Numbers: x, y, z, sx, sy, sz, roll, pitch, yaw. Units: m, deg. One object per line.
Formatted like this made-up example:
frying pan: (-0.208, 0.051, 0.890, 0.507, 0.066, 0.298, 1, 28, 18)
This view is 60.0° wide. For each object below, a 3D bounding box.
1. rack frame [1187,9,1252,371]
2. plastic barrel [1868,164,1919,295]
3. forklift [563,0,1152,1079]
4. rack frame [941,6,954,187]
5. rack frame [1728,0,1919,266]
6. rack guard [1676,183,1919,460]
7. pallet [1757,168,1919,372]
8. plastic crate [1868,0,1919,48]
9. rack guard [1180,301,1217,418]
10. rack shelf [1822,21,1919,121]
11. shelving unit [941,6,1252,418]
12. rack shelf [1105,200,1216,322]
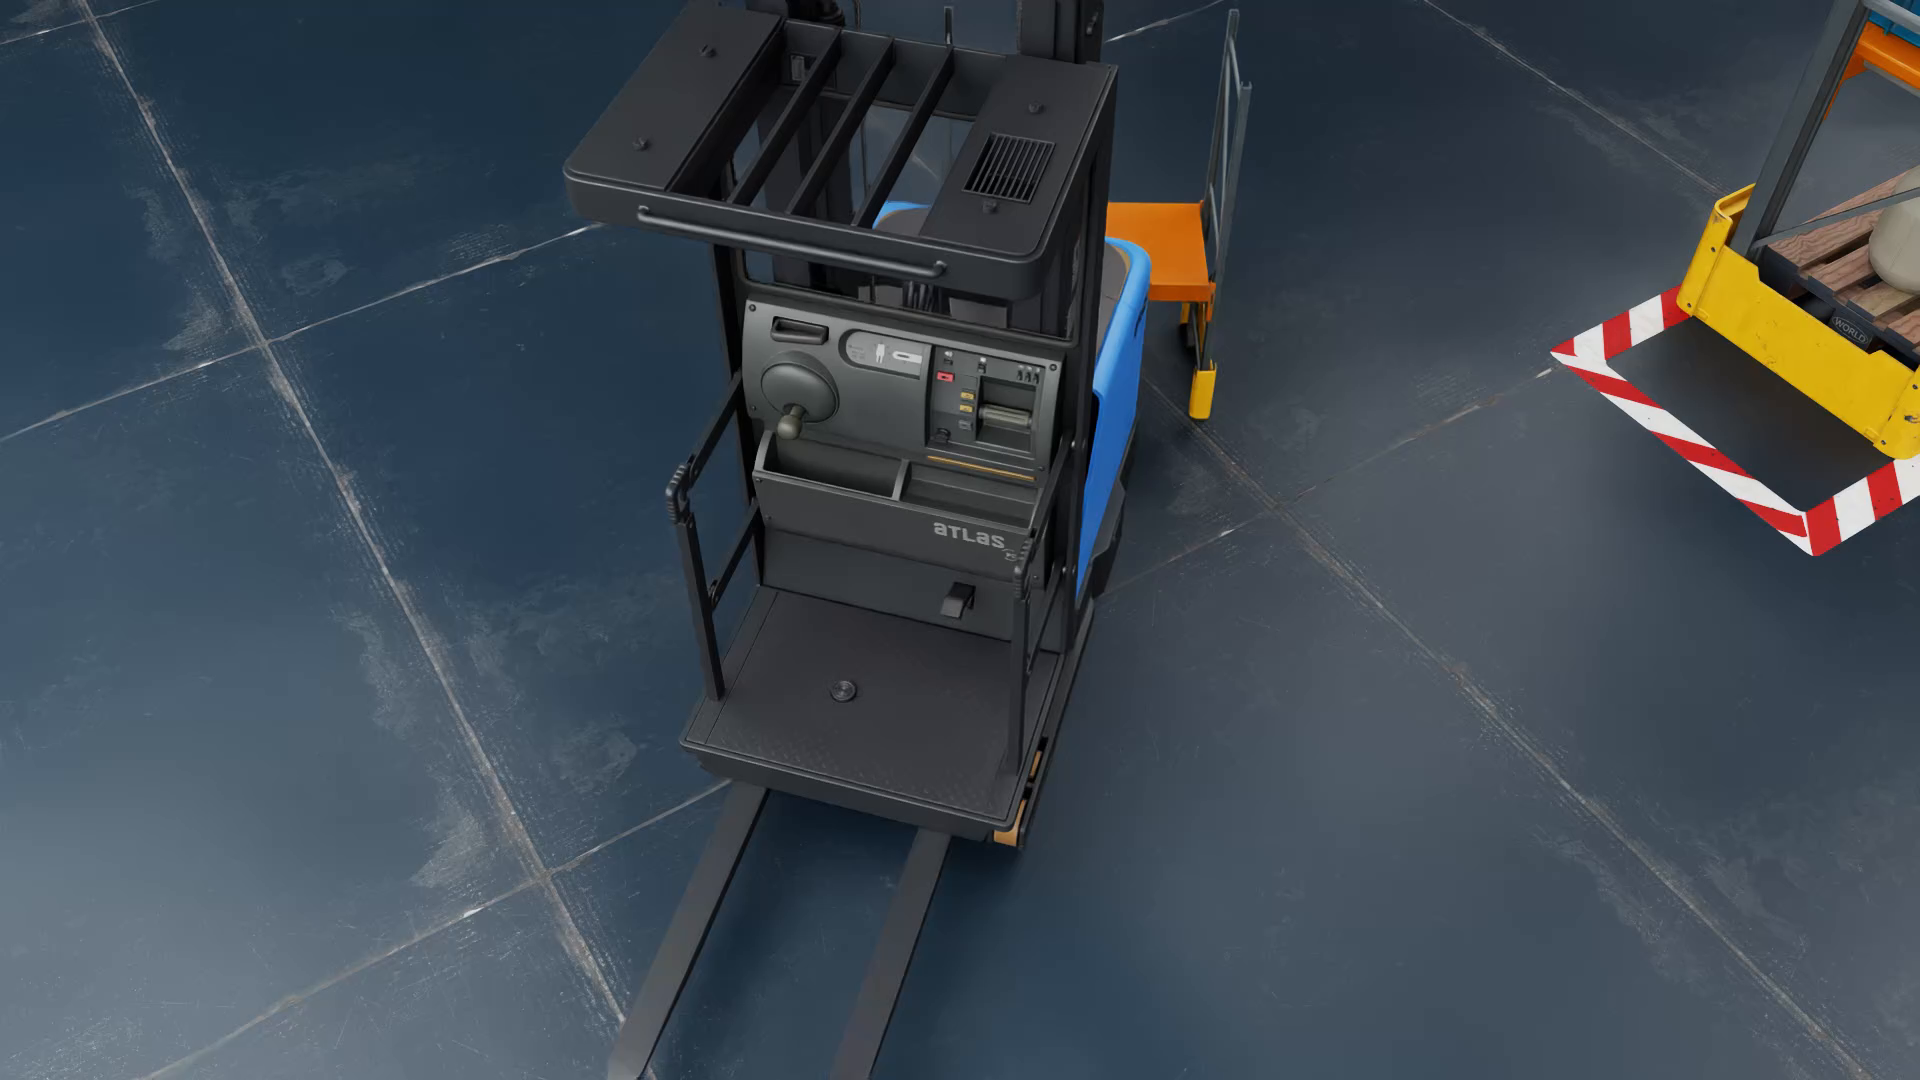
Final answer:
rack frame: (0.971, -1.208, 6.321, 0.032, 1.500, 0.500, 1, 48, 1)
plastic barrel: (3.992, -1.294, 6.779, 0.421, 0.512, 0.421, 0, 48, 0)
forklift: (-0.232, -0.327, 4.579, 1.130, 2.935, 3.031, 12, 49, 11)
rack frame: (-0.045, -1.222, 6.334, 0.032, 1.500, 0.500, 1, 48, 1)
rack frame: (3.476, -1.672, 5.730, 0.127, 3.000, 1.000, -25, 53, -21)
rack guard: (3.516, -0.900, 6.717, 0.348, 0.500, 1.175, -25, 53, -21)
pallet: (4.205, -1.125, 7.110, 1.213, 0.211, 1.003, -25, 53, -21)
plastic crate: (3.740, -2.011, 6.132, 0.616, 0.251, 0.499, -25, 53, -21)
rack guard: (0.970, -0.792, 6.788, 0.087, 0.250, 0.587, 1, 48, 1)
rack shelf: (5.168, -2.229, 6.708, 4.000, 0.370, 1.077, -25, 53, -21)
shelving unit: (0.472, -1.215, 6.327, 1.083, 1.500, 0.587, 1, 48, 1)
rack shelf: (0.463, -1.095, 6.462, 1.000, 0.185, 0.538, 1, 48, 1)
